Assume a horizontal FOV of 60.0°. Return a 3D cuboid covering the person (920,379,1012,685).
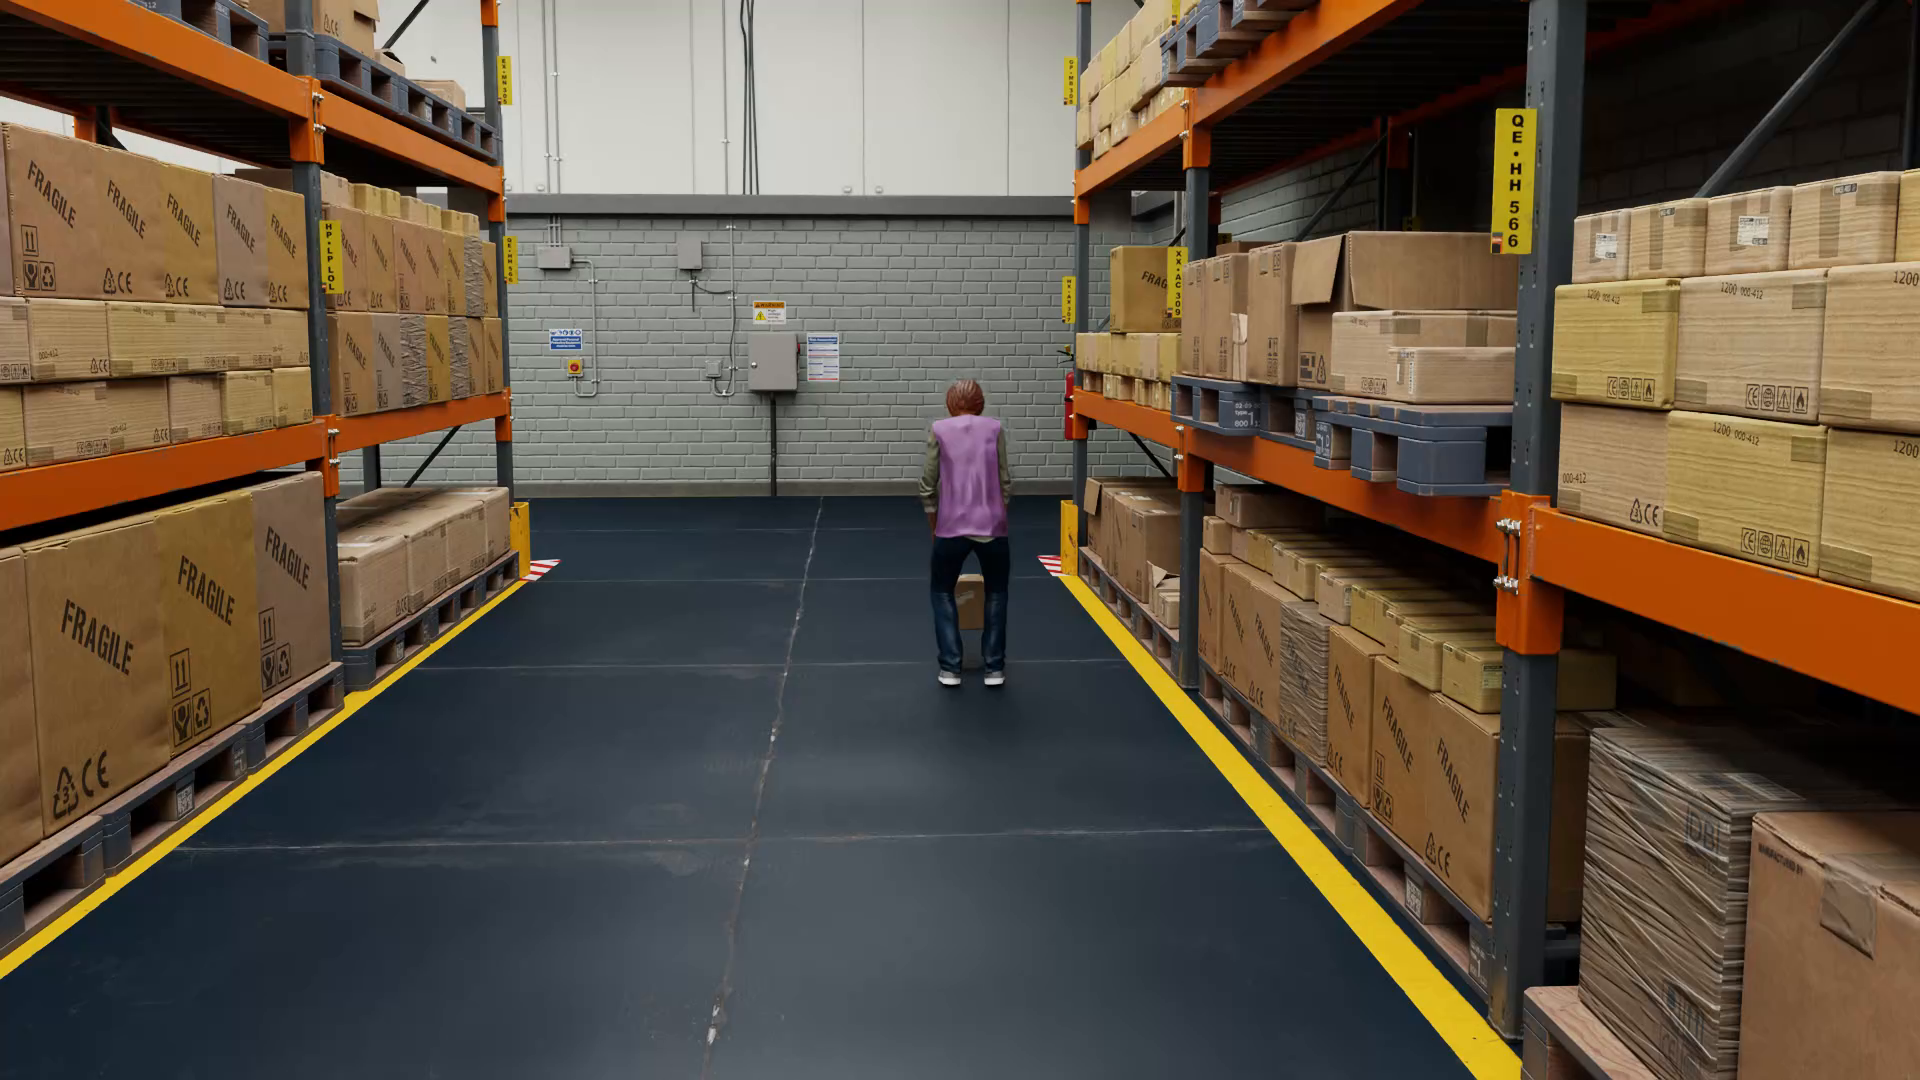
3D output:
[{"bbox_3d":[0.028,-0.032,8.064,0.447,1.482,0.497,0,7,0],"label":"person"}]
